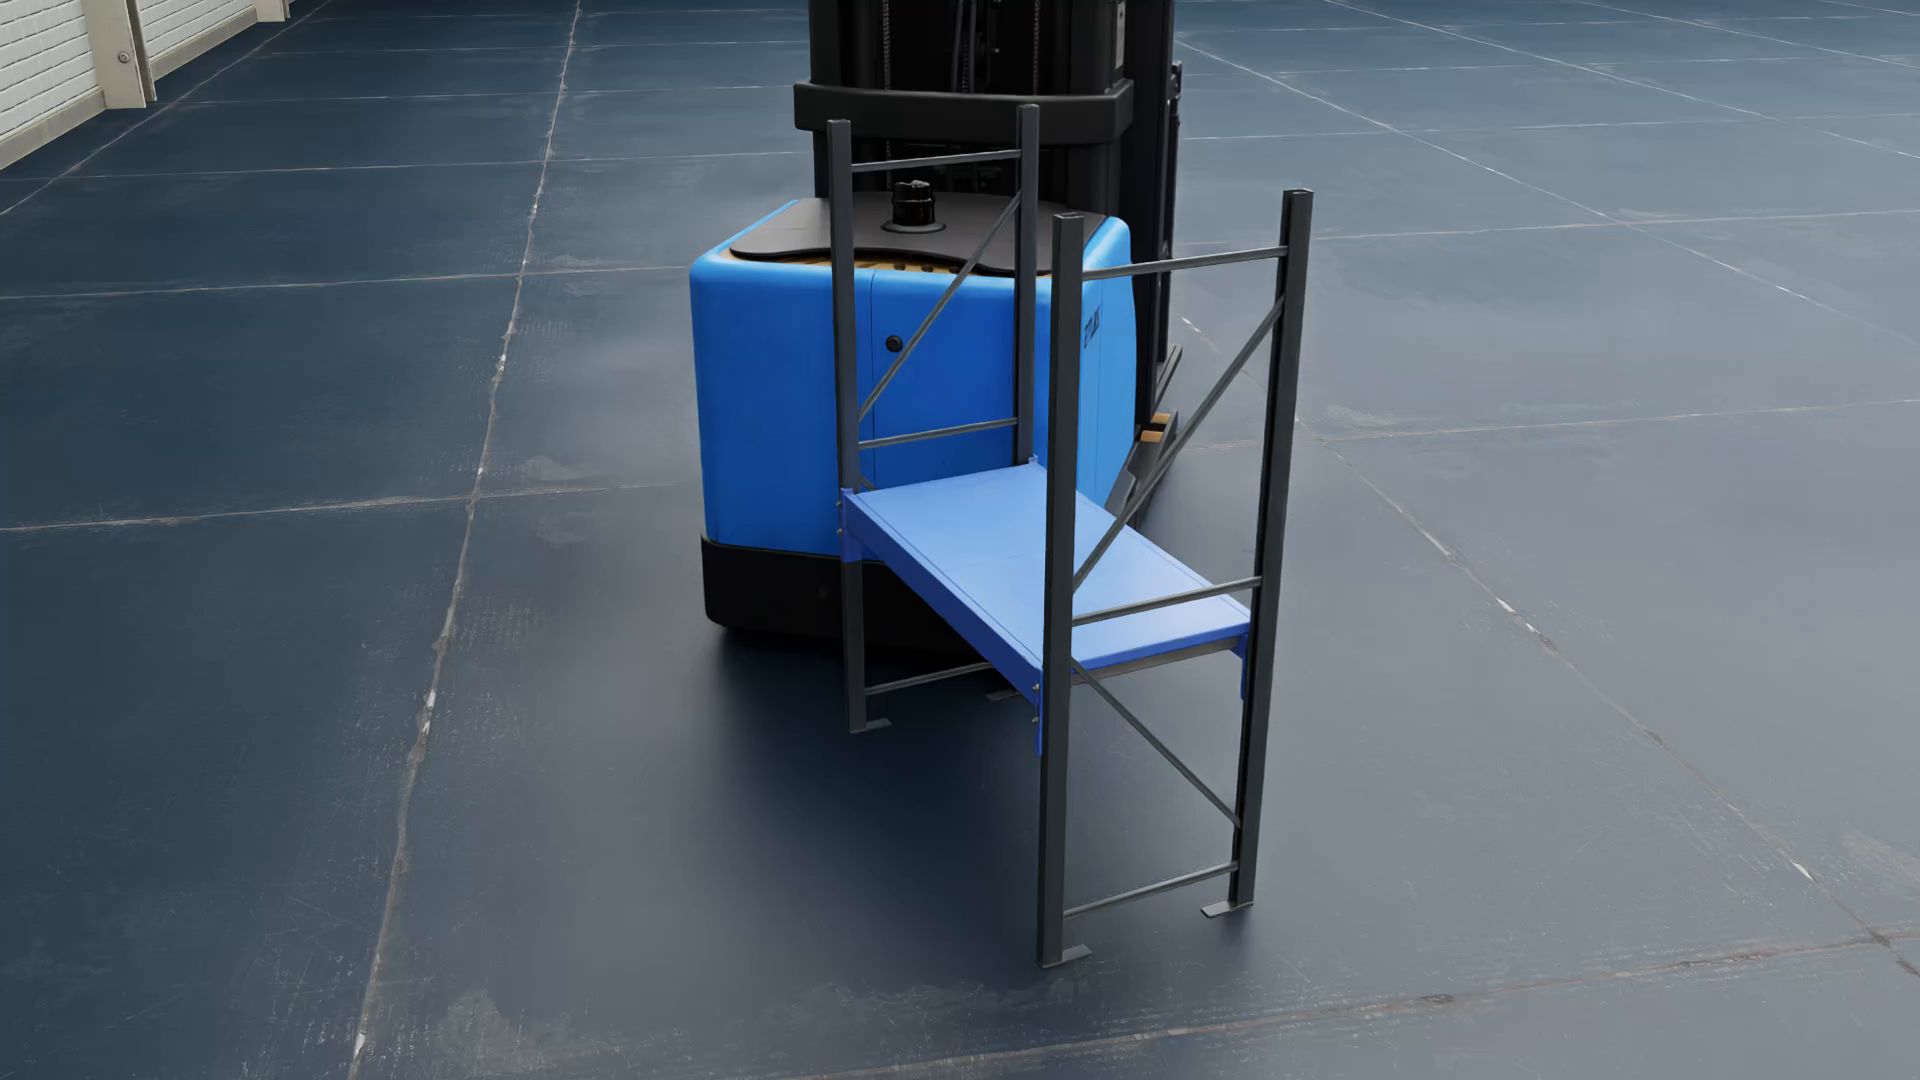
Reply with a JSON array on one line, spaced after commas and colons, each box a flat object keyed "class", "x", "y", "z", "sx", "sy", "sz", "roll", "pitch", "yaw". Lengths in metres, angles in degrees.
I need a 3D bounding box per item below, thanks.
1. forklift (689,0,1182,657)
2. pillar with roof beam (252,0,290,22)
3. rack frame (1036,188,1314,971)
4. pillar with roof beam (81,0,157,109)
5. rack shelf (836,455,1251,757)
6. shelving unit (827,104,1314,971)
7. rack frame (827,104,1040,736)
[{"class": "forklift", "x": 0.155, "y": -1.585, "z": 5.218, "sx": 1.130, "sy": 2.935, "sz": 3.031, "roll": 6, "pitch": 24, "yaw": 13}, {"class": "pillar with roof beam", "x": -3.428, "y": -10.240, "z": 17.453, "sx": 9.100, "sy": 9.000, "sz": 0.400, "roll": -4, "pitch": 24, "yaw": -10}, {"class": "rack frame", "x": 0.384, "y": 0.118, "z": 3.106, "sx": 0.500, "sy": 1.500, "sz": 0.032, "roll": -11, "pitch": 26, "yaw": -23}, {"class": "pillar with roof beam", "x": -2.318, "y": -7.880, "z": 12.049, "sx": 9.100, "sy": 9.000, "sz": 0.400, "roll": -4, "pitch": 24, "yaw": -10}, {"class": "rack shelf", "x": 0.165, "y": 0.099, "z": 3.598, "sx": 0.538, "sy": 0.185, "sz": 1.000, "roll": -11, "pitch": 26, "yaw": -23}, {"class": "shelving unit", "x": 0.165, "y": -0.066, "z": 3.526, "sx": 0.538, "sy": 1.500, "sz": 1.048, "roll": -11, "pitch": 26, "yaw": -23}, {"class": "rack frame", "x": -0.053, "y": -0.249, "z": 3.947, "sx": 0.500, "sy": 1.500, "sz": 0.032, "roll": -11, "pitch": 26, "yaw": -23}]
